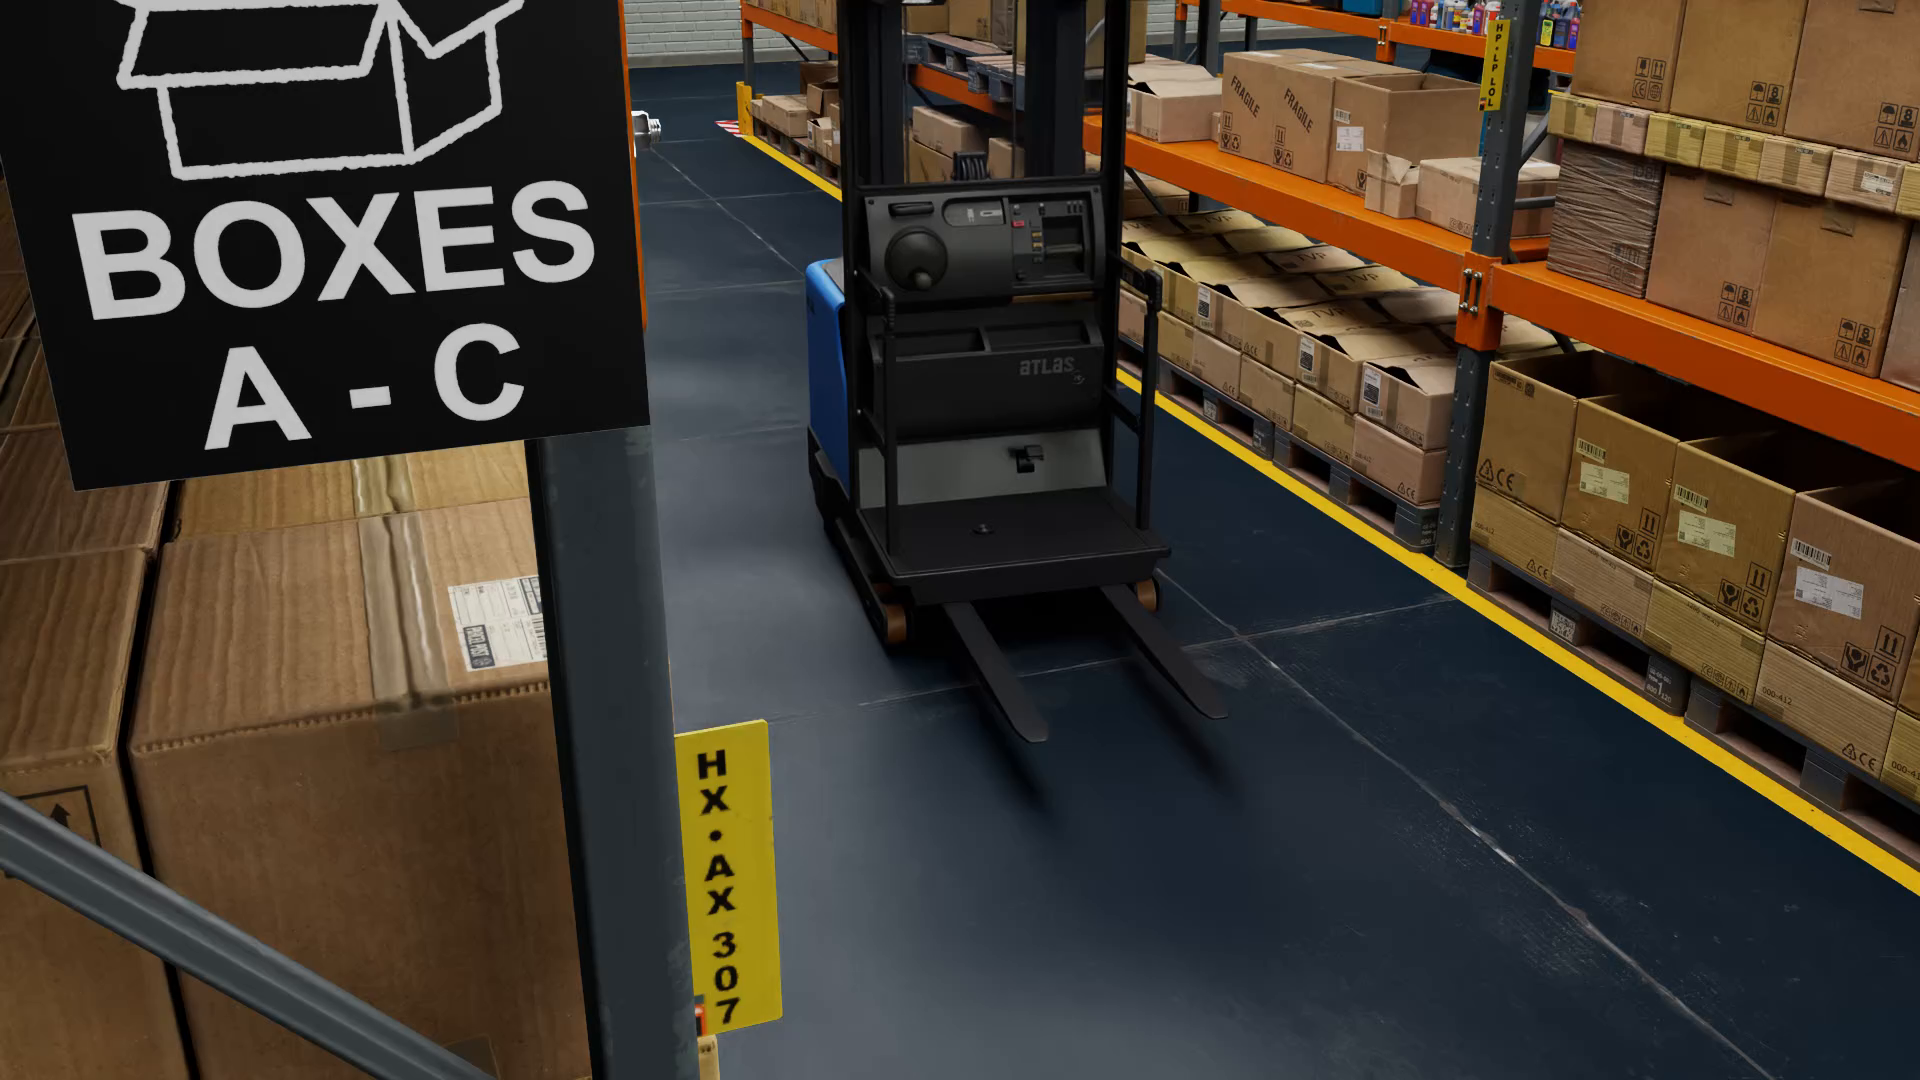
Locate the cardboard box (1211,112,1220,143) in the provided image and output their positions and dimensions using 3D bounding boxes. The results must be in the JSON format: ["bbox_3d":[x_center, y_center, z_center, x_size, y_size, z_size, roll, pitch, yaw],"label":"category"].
[{"bbox_3d":[1.584,-2.227,8.995,0.380,0.149,0.250,-7,24,-15],"label":"cardboard box"}]

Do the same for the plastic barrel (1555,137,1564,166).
[{"bbox_3d":[5.129,-3.145,13.413,0.600,0.588,0.708,-8,24,-19],"label":"plastic barrel"}]

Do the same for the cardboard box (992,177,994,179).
[{"bbox_3d":[0.531,-2.157,11.157,0.500,0.500,0.500,-7,24,-17],"label":"cardboard box"}]

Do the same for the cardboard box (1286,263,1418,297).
[{"bbox_3d":[2.037,-1.272,8.684,0.500,0.311,0.500,-8,24,-18],"label":"cardboard box"}]

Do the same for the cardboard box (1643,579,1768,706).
[{"bbox_3d":[2.718,0.304,5.667,0.500,0.250,0.500,-8,24,-19],"label":"cardboard box"}]

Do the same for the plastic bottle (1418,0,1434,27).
[{"bbox_3d":[4.081,-4.636,14.537,0.061,0.283,0.133,-8,24,-19],"label":"plastic bottle"}]

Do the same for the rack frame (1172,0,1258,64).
[{"bbox_3d":[2.890,-6.383,18.533,1.000,3.000,0.127,-8,24,-19],"label":"rack frame"}]

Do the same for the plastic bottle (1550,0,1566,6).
[{"bbox_3d":[5.052,-4.458,14.124,0.152,0.276,0.135,-8,24,-19],"label":"plastic bottle"}]

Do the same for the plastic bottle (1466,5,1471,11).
[{"bbox_3d":[4.350,-4.509,14.341,0.097,0.201,0.097,0,23,0],"label":"plastic bottle"}]

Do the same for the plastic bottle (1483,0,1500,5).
[{"bbox_3d":[4.745,-4.774,14.874,0.152,0.276,0.135,-8,24,-19],"label":"plastic bottle"}]

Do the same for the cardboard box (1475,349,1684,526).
[{"bbox_3d":[2.365,-0.405,6.384,0.500,0.500,0.500,-8,24,-19],"label":"cardboard box"}]

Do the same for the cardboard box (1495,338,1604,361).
[{"bbox_3d":[2.581,-0.714,7.359,0.500,0.311,0.500,-8,24,-19],"label":"cardboard box"}]

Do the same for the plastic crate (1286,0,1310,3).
[{"bbox_3d":[3.407,-5.427,16.527,0.293,0.136,0.466,-8,24,-19],"label":"plastic crate"}]

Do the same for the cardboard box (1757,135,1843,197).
[{"bbox_3d":[2.770,-1.195,5.258,0.380,0.149,0.250,-9,25,-21],"label":"cardboard box"}]

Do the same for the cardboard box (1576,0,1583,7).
[{"bbox_3d":[7.825,-6.056,19.951,0.875,0.875,0.875,-8,24,-19],"label":"cardboard box"}]

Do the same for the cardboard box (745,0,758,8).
[{"bbox_3d":[-1.835,-5.554,16.436,0.500,0.500,0.500,-8,24,-18],"label":"cardboard box"}]

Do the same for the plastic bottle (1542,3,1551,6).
[{"bbox_3d":[4.942,-4.432,14.069,0.097,0.271,0.097,0,23,0],"label":"plastic bottle"}]

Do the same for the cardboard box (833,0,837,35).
[{"bbox_3d":[-0.749,-4.444,13.803,0.500,0.500,0.500,-8,24,-18],"label":"cardboard box"}]

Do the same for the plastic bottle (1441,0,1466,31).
[{"bbox_3d":[4.240,-4.519,14.270,0.152,0.276,0.135,-8,24,-19],"label":"plastic bottle"}]

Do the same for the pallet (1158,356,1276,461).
[{"bbox_3d":[1.763,-0.766,8.796,1.003,0.211,1.213,-8,24,-19],"label":"pallet"}]

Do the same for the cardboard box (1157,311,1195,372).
[{"bbox_3d":[1.359,-1.123,9.053,0.500,0.250,0.500,-9,24,-20],"label":"cardboard box"}]

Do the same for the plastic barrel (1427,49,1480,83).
[{"bbox_3d":[4.480,-3.956,14.936,0.600,0.901,0.708,-8,24,-19],"label":"plastic barrel"}]

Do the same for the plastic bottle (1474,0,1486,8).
[{"bbox_3d":[4.635,-4.716,14.832,0.097,0.201,0.097,0,23,0],"label":"plastic bottle"}]

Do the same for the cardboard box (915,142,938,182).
[{"bbox_3d":[-0.021,-2.718,12.489,0.500,0.500,0.500,-8,24,-18],"label":"cardboard box"}]

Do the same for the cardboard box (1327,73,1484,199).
[{"bbox_3d":[2.052,-1.864,7.681,0.500,0.500,0.500,-7,24,-15],"label":"cardboard box"}]

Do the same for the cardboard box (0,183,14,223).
[{"bbox_3d":[-1.989,-0.562,3.922,0.500,0.500,0.500,-8,24,-19],"label":"cardboard box"}]

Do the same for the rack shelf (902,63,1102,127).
[{"bbox_3d":[0.375,-3.193,11.891,1.077,0.370,4.000,-8,24,-19],"label":"rack shelf"}]

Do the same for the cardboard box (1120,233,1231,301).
[{"bbox_3d":[1.185,-1.563,9.373,0.500,0.311,0.500,-9,24,-20],"label":"cardboard box"}]

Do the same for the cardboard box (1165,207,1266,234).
[{"bbox_3d":[1.497,-1.827,9.999,0.500,0.311,0.500,-8,24,-18],"label":"cardboard box"}]

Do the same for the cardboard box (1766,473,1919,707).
[{"bbox_3d":[2.897,0.139,5.091,0.500,0.500,0.500,-8,24,-19],"label":"cardboard box"}]

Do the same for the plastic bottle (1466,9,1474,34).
[{"bbox_3d":[4.324,-4.368,14.008,0.097,0.201,0.097,0,23,0],"label":"plastic bottle"}]

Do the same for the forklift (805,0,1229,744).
[{"bbox_3d":[0.158,-1.116,6.124,1.130,2.935,3.031,-6,24,-13],"label":"forklift"}]

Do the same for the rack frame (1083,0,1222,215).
[{"bbox_3d":[1.081,-2.798,10.027,1.000,3.000,0.127,-8,24,-19],"label":"rack frame"}]

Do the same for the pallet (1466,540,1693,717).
[{"bbox_3d":[2.736,0.235,6.421,1.003,0.211,1.213,-8,24,-19],"label":"pallet"}]

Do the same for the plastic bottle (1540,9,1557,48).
[{"bbox_3d":[4.658,-4.042,13.128,0.061,0.283,0.133,-8,24,-19],"label":"plastic bottle"}]

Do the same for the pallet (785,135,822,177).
[{"bbox_3d":[-1.008,-3.660,15.663,1.003,0.211,1.213,-8,24,-19],"label":"pallet"}]

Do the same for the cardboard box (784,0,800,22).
[{"bbox_3d":[-1.298,-5.002,15.128,0.500,0.500,0.500,-8,24,-18],"label":"cardboard box"}]

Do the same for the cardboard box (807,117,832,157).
[{"bbox_3d":[-1.064,-3.656,14.957,0.500,0.311,0.500,-8,24,-19],"label":"cardboard box"}]

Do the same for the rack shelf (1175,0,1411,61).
[{"bbox_3d":[3.597,-5.325,16.948,1.077,0.370,4.000,-8,24,-19],"label":"rack shelf"}]

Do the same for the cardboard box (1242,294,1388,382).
[{"bbox_3d":[1.719,-1.007,8.055,0.500,0.311,0.500,-8,24,-19],"label":"cardboard box"}]

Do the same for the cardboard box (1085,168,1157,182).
[{"bbox_3d":[0.997,-2.243,11.362,0.500,0.500,0.500,-9,25,-21],"label":"cardboard box"}]

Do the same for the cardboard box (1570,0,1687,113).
[{"bbox_3d":[2.657,-1.828,5.927,0.700,0.500,0.500,-8,24,-19],"label":"cardboard box"}]

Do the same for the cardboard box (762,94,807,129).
[{"bbox_3d":[-1.642,-4.222,16.380,0.500,0.250,0.500,-8,24,-19],"label":"cardboard box"}]

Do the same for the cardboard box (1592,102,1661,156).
[{"bbox_3d":[2.497,-1.474,5.922,0.380,0.149,0.250,-8,24,-18],"label":"cardboard box"}]

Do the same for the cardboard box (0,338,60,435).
[{"bbox_3d":[-1.446,-0.010,2.613,0.500,0.500,0.500,-9,24,-20],"label":"cardboard box"}]

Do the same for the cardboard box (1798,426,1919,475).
[{"bbox_3d":[3.208,-0.114,5.692,0.500,0.500,0.500,-8,24,-19],"label":"cardboard box"}]

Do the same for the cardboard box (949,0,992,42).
[{"bbox_3d":[0.350,-3.858,11.871,0.700,0.500,0.500,-15,27,-32],"label":"cardboard box"}]

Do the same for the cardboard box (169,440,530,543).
[{"bbox_3d":[-0.778,0.108,2.333,0.500,0.500,0.500,-8,24,-19],"label":"cardboard box"}]

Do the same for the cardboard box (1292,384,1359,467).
[{"bbox_3d":[1.899,-0.566,7.731,0.500,0.250,0.500,-9,24,-20],"label":"cardboard box"}]

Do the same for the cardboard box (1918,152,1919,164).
[{"bbox_3d":[3.189,-1.281,4.629,0.700,0.500,0.500,-8,24,-19],"label":"cardboard box"}]

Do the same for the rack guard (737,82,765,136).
[{"bbox_3d":[-1.718,-4.525,17.343,1.175,0.500,0.348,-8,24,-19],"label":"rack guard"}]

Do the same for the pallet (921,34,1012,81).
[{"bbox_3d":[0.390,-3.416,11.739,1.003,0.211,1.213,-8,24,-19],"label":"pallet"}]

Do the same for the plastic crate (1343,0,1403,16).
[{"bbox_3d":[3.819,-5.073,15.367,0.392,0.384,0.575,-8,24,-19],"label":"plastic crate"}]

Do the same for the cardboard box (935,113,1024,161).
[{"bbox_3d":[0.142,-2.893,11.939,0.500,0.250,0.500,-9,24,-20],"label":"cardboard box"}]

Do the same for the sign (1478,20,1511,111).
[{"bbox_3d":[1.990,-1.764,6.184,0.100,0.325,0.005,-8,24,-19],"label":"sign"}]

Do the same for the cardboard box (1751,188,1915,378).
[{"bbox_3d":[3.023,-0.857,5.292,0.700,0.500,0.500,-8,24,-18],"label":"cardboard box"}]

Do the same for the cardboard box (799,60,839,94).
[{"bbox_3d":[-1.322,-4.592,16.935,0.500,0.500,0.500,-8,24,-19],"label":"cardboard box"}]
